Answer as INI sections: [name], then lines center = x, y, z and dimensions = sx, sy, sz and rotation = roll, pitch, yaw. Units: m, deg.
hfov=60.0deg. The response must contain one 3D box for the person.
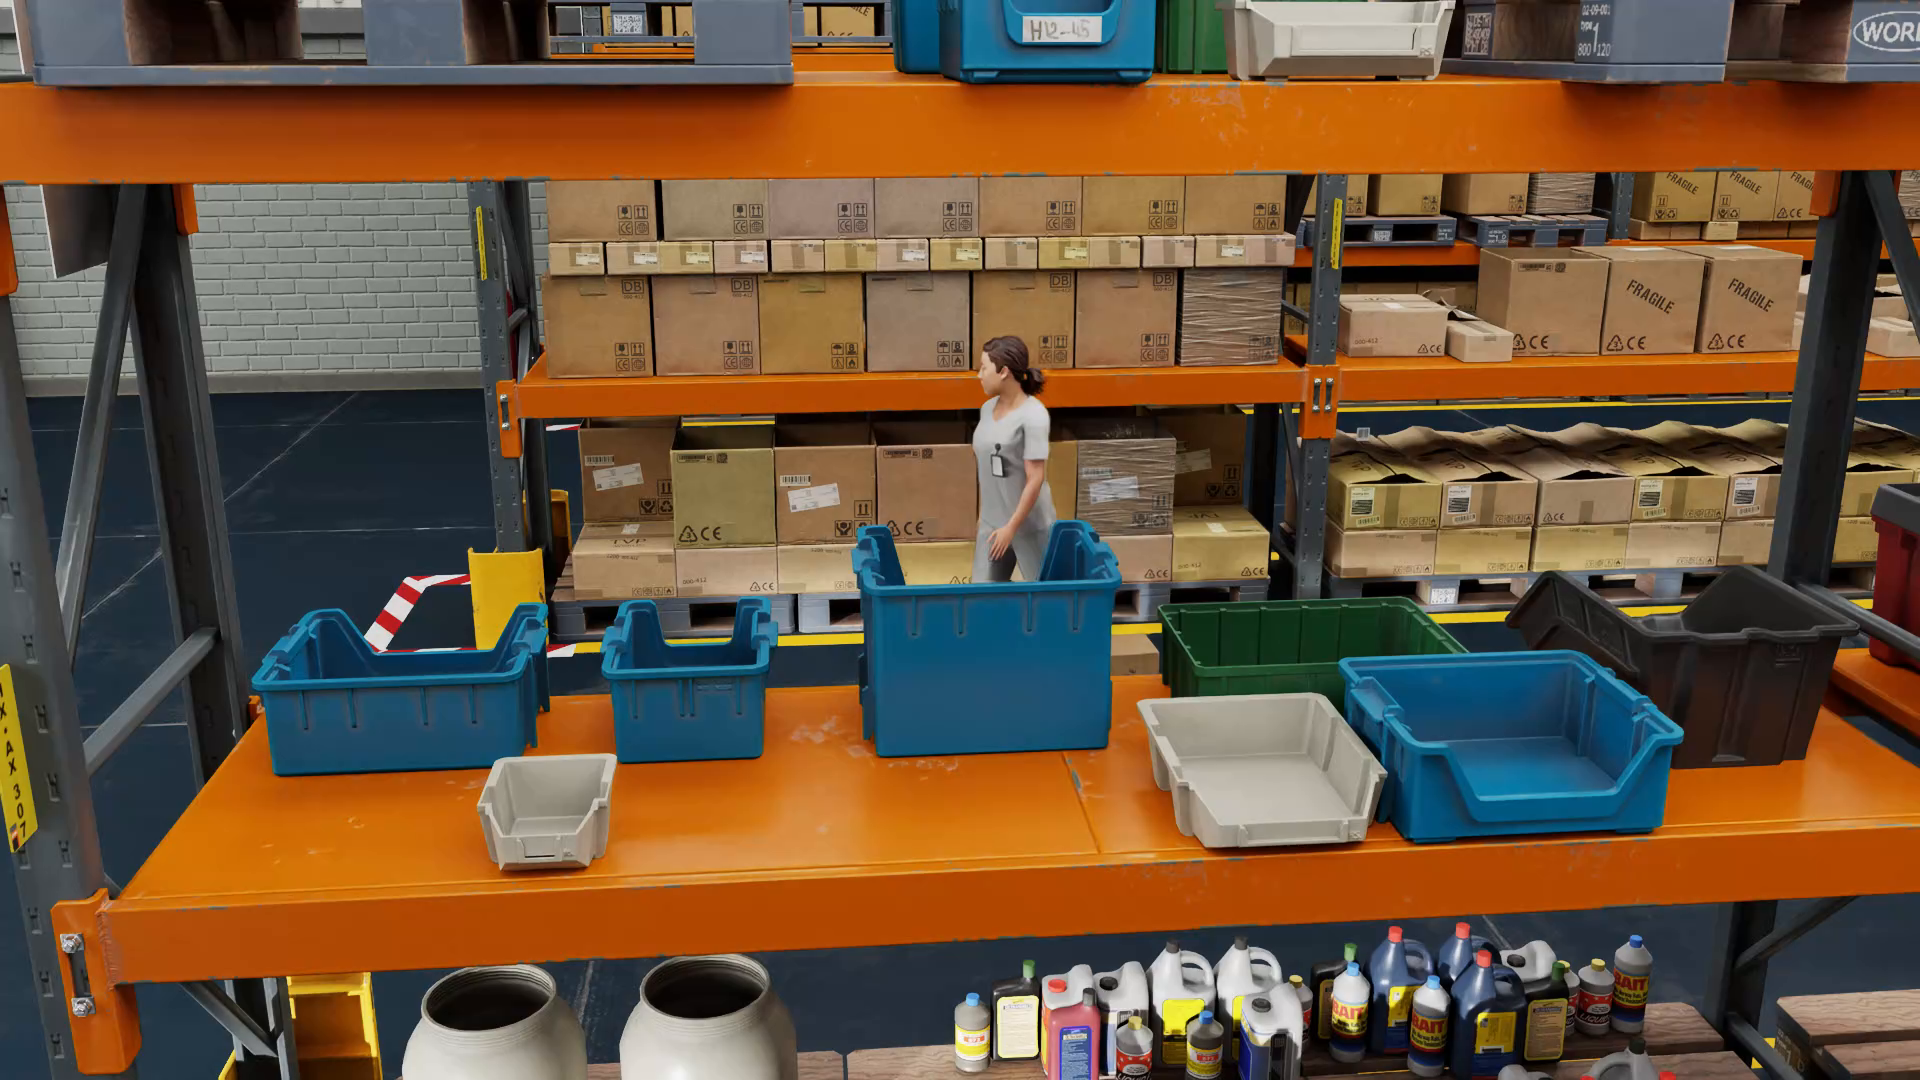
[person]
center = 0.230, -0.065, 7.223
dimensions = 0.686, 1.661, 0.498
rotation = -15, 23, -41
